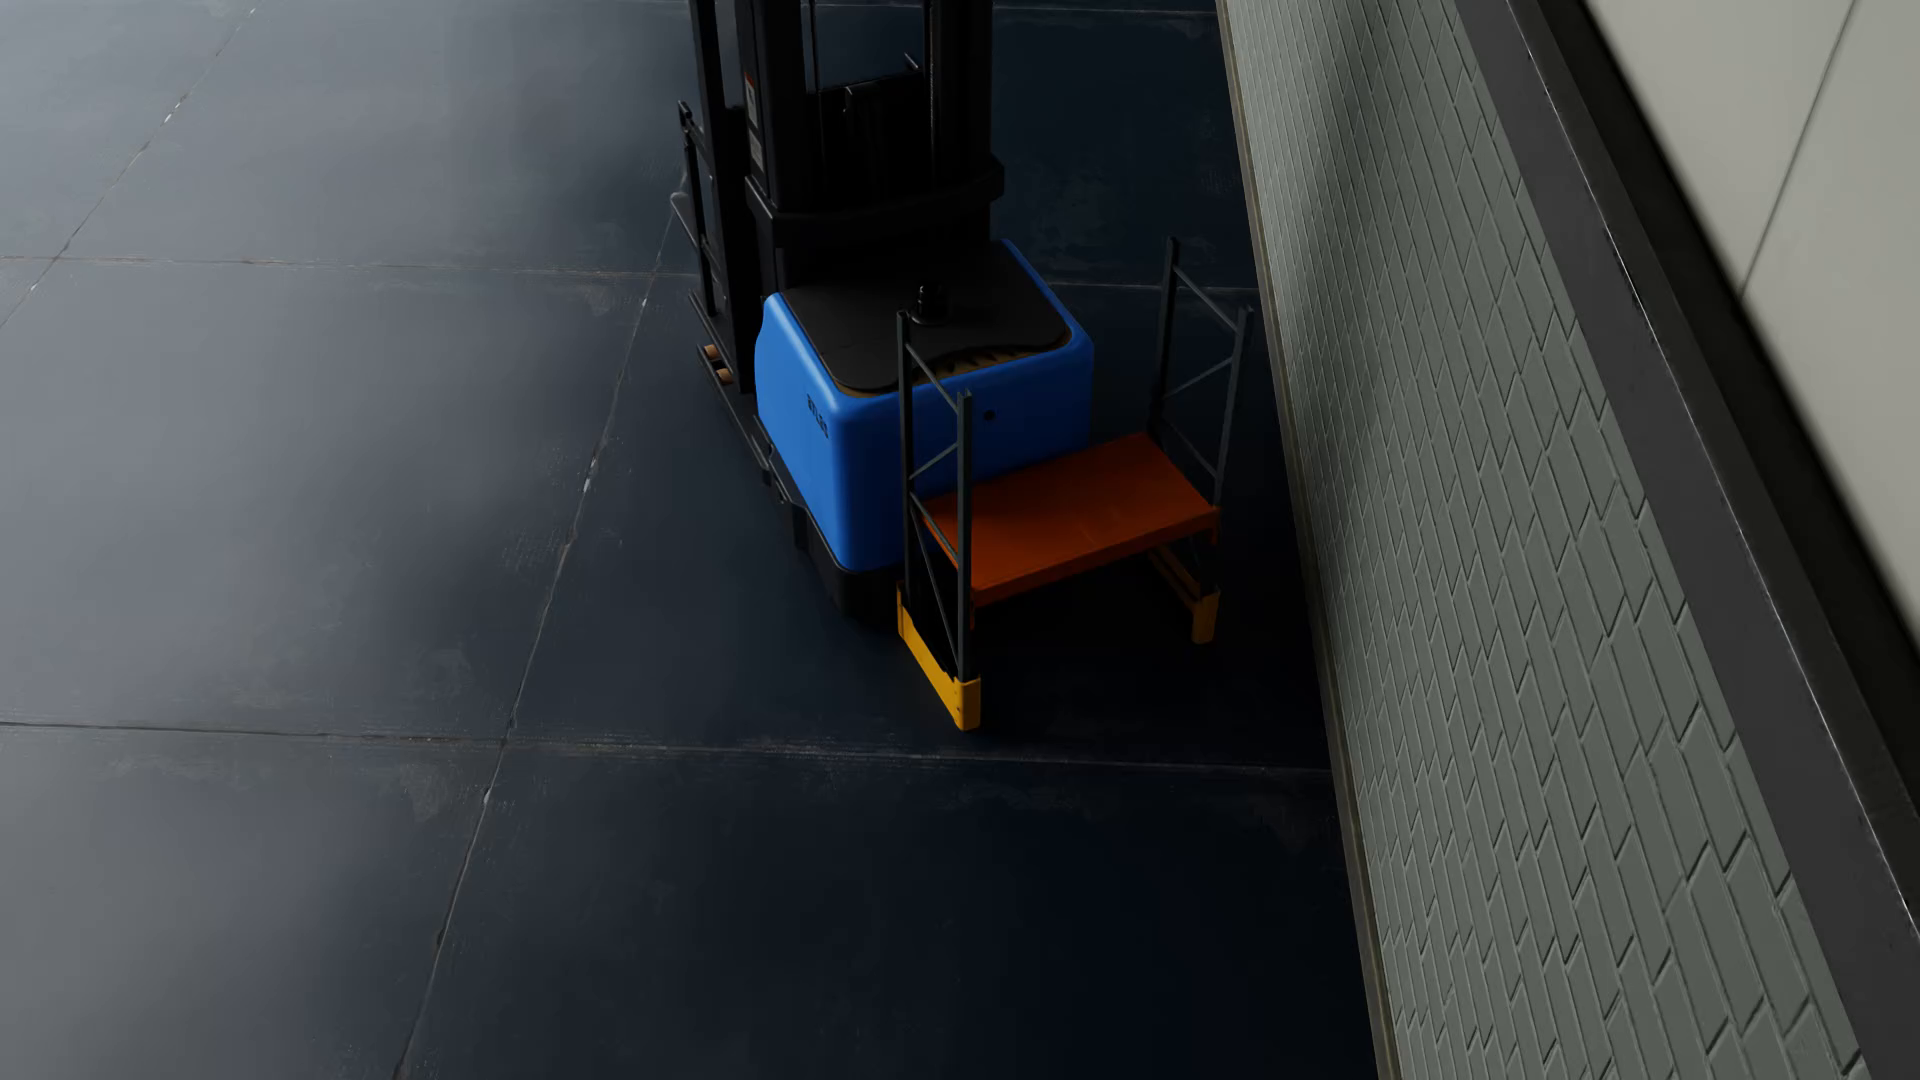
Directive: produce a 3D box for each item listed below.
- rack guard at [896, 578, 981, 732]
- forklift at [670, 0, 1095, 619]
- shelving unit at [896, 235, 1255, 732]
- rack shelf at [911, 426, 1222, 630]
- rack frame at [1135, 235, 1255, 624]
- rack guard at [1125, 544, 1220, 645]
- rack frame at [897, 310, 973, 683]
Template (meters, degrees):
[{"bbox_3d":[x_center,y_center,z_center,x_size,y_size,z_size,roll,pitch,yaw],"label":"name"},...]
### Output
[{"bbox_3d":[-0.083,0.416,6.155,0.087,0.250,0.587,-18,46,-19],"label":"rack guard"},{"bbox_3d":[-0.542,-1.782,6.548,1.130,2.935,3.031,-16,45,-17],"label":"forklift"},{"bbox_3d":[0.366,-0.188,5.887,1.083,1.500,0.587,-18,46,-19],"label":"shelving unit"},{"bbox_3d":[0.374,-0.059,6.012,1.000,0.185,0.538,-18,46,-19],"label":"rack shelf"},{"bbox_3d":[0.832,-0.341,6.051,0.032,1.500,0.500,-18,46,-19],"label":"rack frame"},{"bbox_3d":[0.814,0.121,6.472,0.087,0.250,0.587,-18,46,-19],"label":"rack guard"},{"bbox_3d":[-0.084,-0.040,5.728,0.032,1.500,0.500,-18,46,-19],"label":"rack frame"}]
